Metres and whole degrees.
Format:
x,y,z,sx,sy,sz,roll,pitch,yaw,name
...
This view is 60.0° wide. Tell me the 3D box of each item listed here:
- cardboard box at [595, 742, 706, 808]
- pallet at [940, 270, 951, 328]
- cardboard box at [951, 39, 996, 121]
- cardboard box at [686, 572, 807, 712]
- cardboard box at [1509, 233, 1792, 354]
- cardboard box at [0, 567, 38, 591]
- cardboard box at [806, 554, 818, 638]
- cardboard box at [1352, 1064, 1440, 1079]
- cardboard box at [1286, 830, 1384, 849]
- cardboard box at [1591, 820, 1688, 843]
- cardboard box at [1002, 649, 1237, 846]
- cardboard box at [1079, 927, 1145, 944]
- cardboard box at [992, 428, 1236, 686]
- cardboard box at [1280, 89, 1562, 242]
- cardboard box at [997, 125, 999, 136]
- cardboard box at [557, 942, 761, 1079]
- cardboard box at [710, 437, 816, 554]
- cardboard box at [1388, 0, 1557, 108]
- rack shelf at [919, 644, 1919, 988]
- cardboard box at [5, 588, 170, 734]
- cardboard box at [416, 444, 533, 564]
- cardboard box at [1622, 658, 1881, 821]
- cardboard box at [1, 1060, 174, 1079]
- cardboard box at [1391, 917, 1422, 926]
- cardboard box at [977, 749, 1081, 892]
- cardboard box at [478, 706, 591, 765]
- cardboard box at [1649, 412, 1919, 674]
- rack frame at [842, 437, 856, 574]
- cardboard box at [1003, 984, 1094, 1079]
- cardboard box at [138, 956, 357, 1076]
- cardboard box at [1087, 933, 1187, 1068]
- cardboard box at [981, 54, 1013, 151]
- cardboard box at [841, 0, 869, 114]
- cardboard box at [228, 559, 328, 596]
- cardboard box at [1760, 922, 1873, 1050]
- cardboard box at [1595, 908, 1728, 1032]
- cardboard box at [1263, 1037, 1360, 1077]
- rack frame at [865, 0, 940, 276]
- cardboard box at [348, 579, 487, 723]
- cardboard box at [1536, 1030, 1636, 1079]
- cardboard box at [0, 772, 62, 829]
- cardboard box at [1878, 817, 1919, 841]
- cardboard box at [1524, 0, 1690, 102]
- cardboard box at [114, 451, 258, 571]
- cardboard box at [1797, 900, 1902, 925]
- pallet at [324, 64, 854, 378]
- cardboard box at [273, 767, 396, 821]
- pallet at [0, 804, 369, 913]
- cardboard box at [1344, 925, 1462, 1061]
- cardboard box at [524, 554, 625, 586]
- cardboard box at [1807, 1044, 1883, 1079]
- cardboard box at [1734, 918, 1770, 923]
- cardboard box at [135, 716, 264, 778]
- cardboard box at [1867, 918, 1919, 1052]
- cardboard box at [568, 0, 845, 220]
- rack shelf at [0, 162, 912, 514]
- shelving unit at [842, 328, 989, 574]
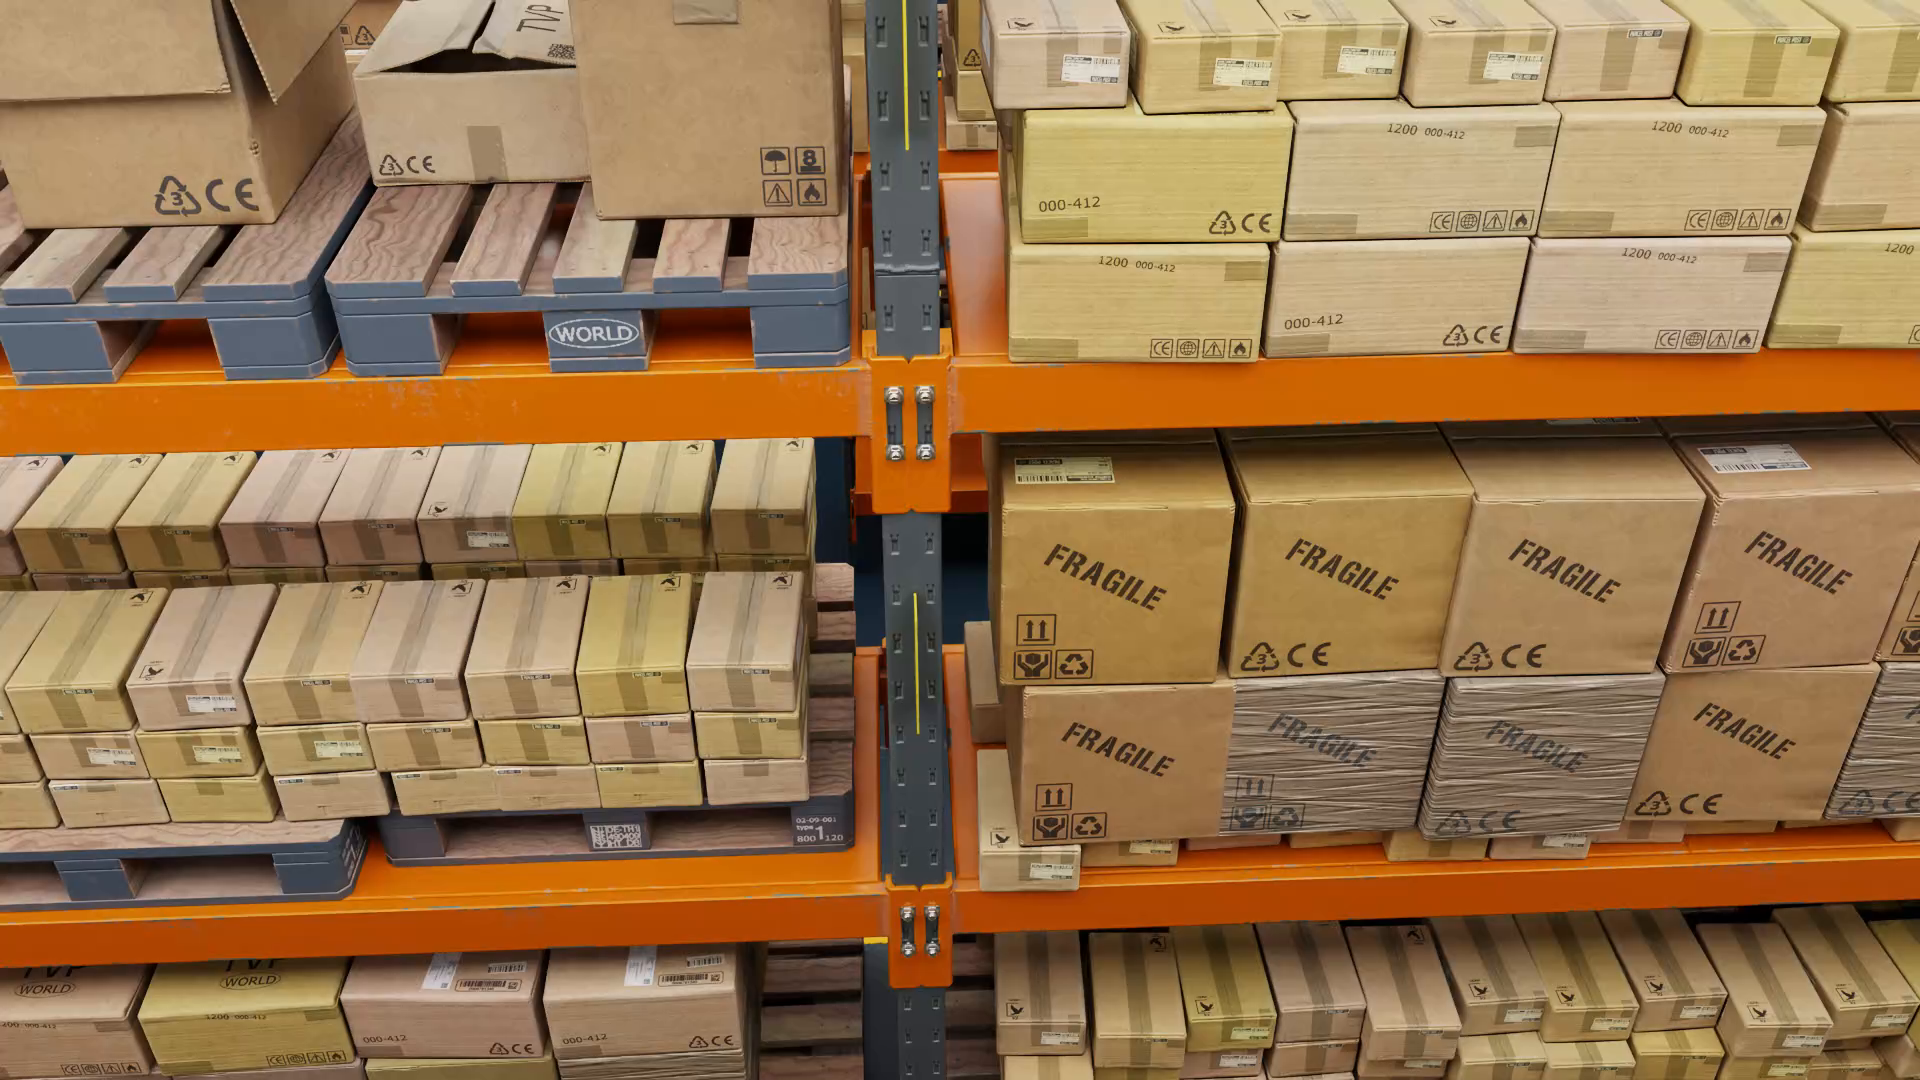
x,y,z,sx,sy,sz,roll,pitch,yaw,name
-0.773,0.499,4.245,0.250,0.149,0.380,-1,35,-2,cardboard box
0.503,-1.214,9.319,1.213,0.211,1.003,-2,35,-2,pallet
0.222,-2.309,8.321,0.500,0.250,0.500,-2,35,-3,cardboard box
-0.518,0.245,4.089,0.250,0.149,0.380,0,35,0,cardboard box
1.370,-0.618,3.504,0.500,0.250,0.500,0,35,0,cardboard box
-2.622,0.053,4.628,0.250,0.149,0.380,-2,35,-3,cardboard box
-0.542,0.117,4.796,0.250,0.149,0.380,-3,35,-5,cardboard box
1.283,1.504,5.077,0.250,0.149,0.380,-3,35,-4,cardboard box
0.962,0.629,4.426,0.250,0.149,0.380,-3,35,-4,cardboard box
1.751,0.622,4.436,0.250,0.149,0.380,0,35,0,cardboard box
0.380,0.404,4.181,0.500,0.500,0.500,-2,35,-3,cardboard box
0.443,1.111,5.383,0.250,0.149,0.380,-3,35,-5,cardboard box
0.336,-0.011,3.902,0.500,0.500,0.500,-1,35,-1,cardboard box
0.864,-0.827,3.366,0.500,0.250,0.500,-2,35,-2,cardboard box
0.313,-2.107,8.380,0.250,0.149,0.380,-3,35,-4,cardboard box
-0.854,1.456,4.838,0.500,0.500,0.500,-2,35,-3,cardboard box
-0.542,-0.127,4.627,0.250,0.149,0.380,0,35,0,cardboard box
0.959,-0.982,3.240,0.250,0.149,0.380,-2,35,-4,cardboard box
1.872,0.679,4.765,4.000,0.370,1.077,-2,35,-2,rack shelf
-2.089,0.288,4.027,0.250,0.149,0.380,-2,35,-3,cardboard box
-1.325,-0.106,4.596,0.250,0.149,0.380,-2,35,-3,cardboard box
1.913,0.362,4.241,0.500,0.500,0.500,0,35,0,cardboard box
-2.389,1.494,4.782,0.500,0.500,0.500,-2,35,-3,cardboard box
1.487,1.129,5.357,0.250,0.149,0.380,-3,35,-4,cardboard box
0.172,0.719,4.296,0.250,0.149,0.380,0,35,0,cardboard box
-1.025,0.382,4.153,0.250,0.149,0.380,0,35,0,cardboard box
1.871,-0.042,3.947,0.500,0.500,0.500,-3,35,-4,cardboard box
-0.501,-0.449,7.410,0.032,1.125,0.500,-2,35,-2,rack frame
0.251,1.487,4.840,0.250,0.149,0.380,0,35,0,cardboard box
-1.900,1.177,4.583,0.500,0.250,0.500,-3,35,-4,cardboard box
0.506,1.327,4.810,0.250,0.149,0.380,0,35,0,cardboard box
0.323,-1.097,3.756,0.500,0.250,0.500,-3,35,-4,cardboard box
-0.731,-2.556,8.719,0.500,0.500,0.500,-1,35,-2,cardboard box
-1.852,0.033,4.657,0.250,0.149,0.380,-2,35,-3,cardboard box
2.563,1.347,5.042,0.250,0.149,0.380,-2,35,-3,cardboard box
2.050,1.250,4.921,0.250,0.149,0.380,-3,35,-4,cardboard box
1.011,1.396,4.971,0.250,0.149,0.380,-3,35,-5,cardboard box
-0.126,-2.029,2.775,0.127,3.000,1.000,-2,35,-2,rack frame
-1.307,0.266,4.059,0.250,0.149,0.380,-2,35,-2,cardboard box
1.789,1.439,4.909,0.250,0.149,0.380,-1,35,-2,cardboard box
-2.341,0.542,4.183,0.250,0.149,0.380,-1,35,-2,cardboard box
2.539,0.614,4.448,0.250,0.149,0.380,-3,35,-4,cardboard box
1.216,-1.001,3.267,0.250,0.149,0.380,-3,35,-4,cardboard box
-2.102,-0.083,4.563,0.250,0.149,0.380,-1,35,-1,cardboard box
2.817,1.107,5.389,0.250,0.149,0.380,-1,35,-2,cardboard box
-0.748,-0.763,3.745,1.003,0.211,1.213,-2,35,-2,pallet
-1.550,0.522,4.212,0.250,0.149,0.380,-3,35,-4,cardboard box
-2.146,0.547,4.492,1.213,0.211,1.003,-2,35,-2,pallet
1.273,1.312,4.832,0.250,0.149,0.380,-1,35,-1,cardboard box
-1.058,0.010,4.690,0.250,0.149,0.380,-1,35,-1,cardboard box
2.587,1.499,5.085,0.250,0.149,0.380,-1,35,-2,cardboard box
2.565,1.170,5.559,0.250,0.149,0.380,-1,35,-2,cardboard box
-1.831,0.406,4.117,0.250,0.149,0.380,-1,35,-2,cardboard box
2.846,1.296,4.854,0.250,0.149,0.380,-2,35,-3,cardboard box
-0.510,-1.062,3.556,0.500,0.500,0.700,-1,35,-2,cardboard box
-2.124,-0.446,3.755,4.000,0.370,1.077,-2,35,-2,rack shelf
0.007,-0.463,7.430,1.048,1.125,0.538,-2,35,-2,shelving unit
